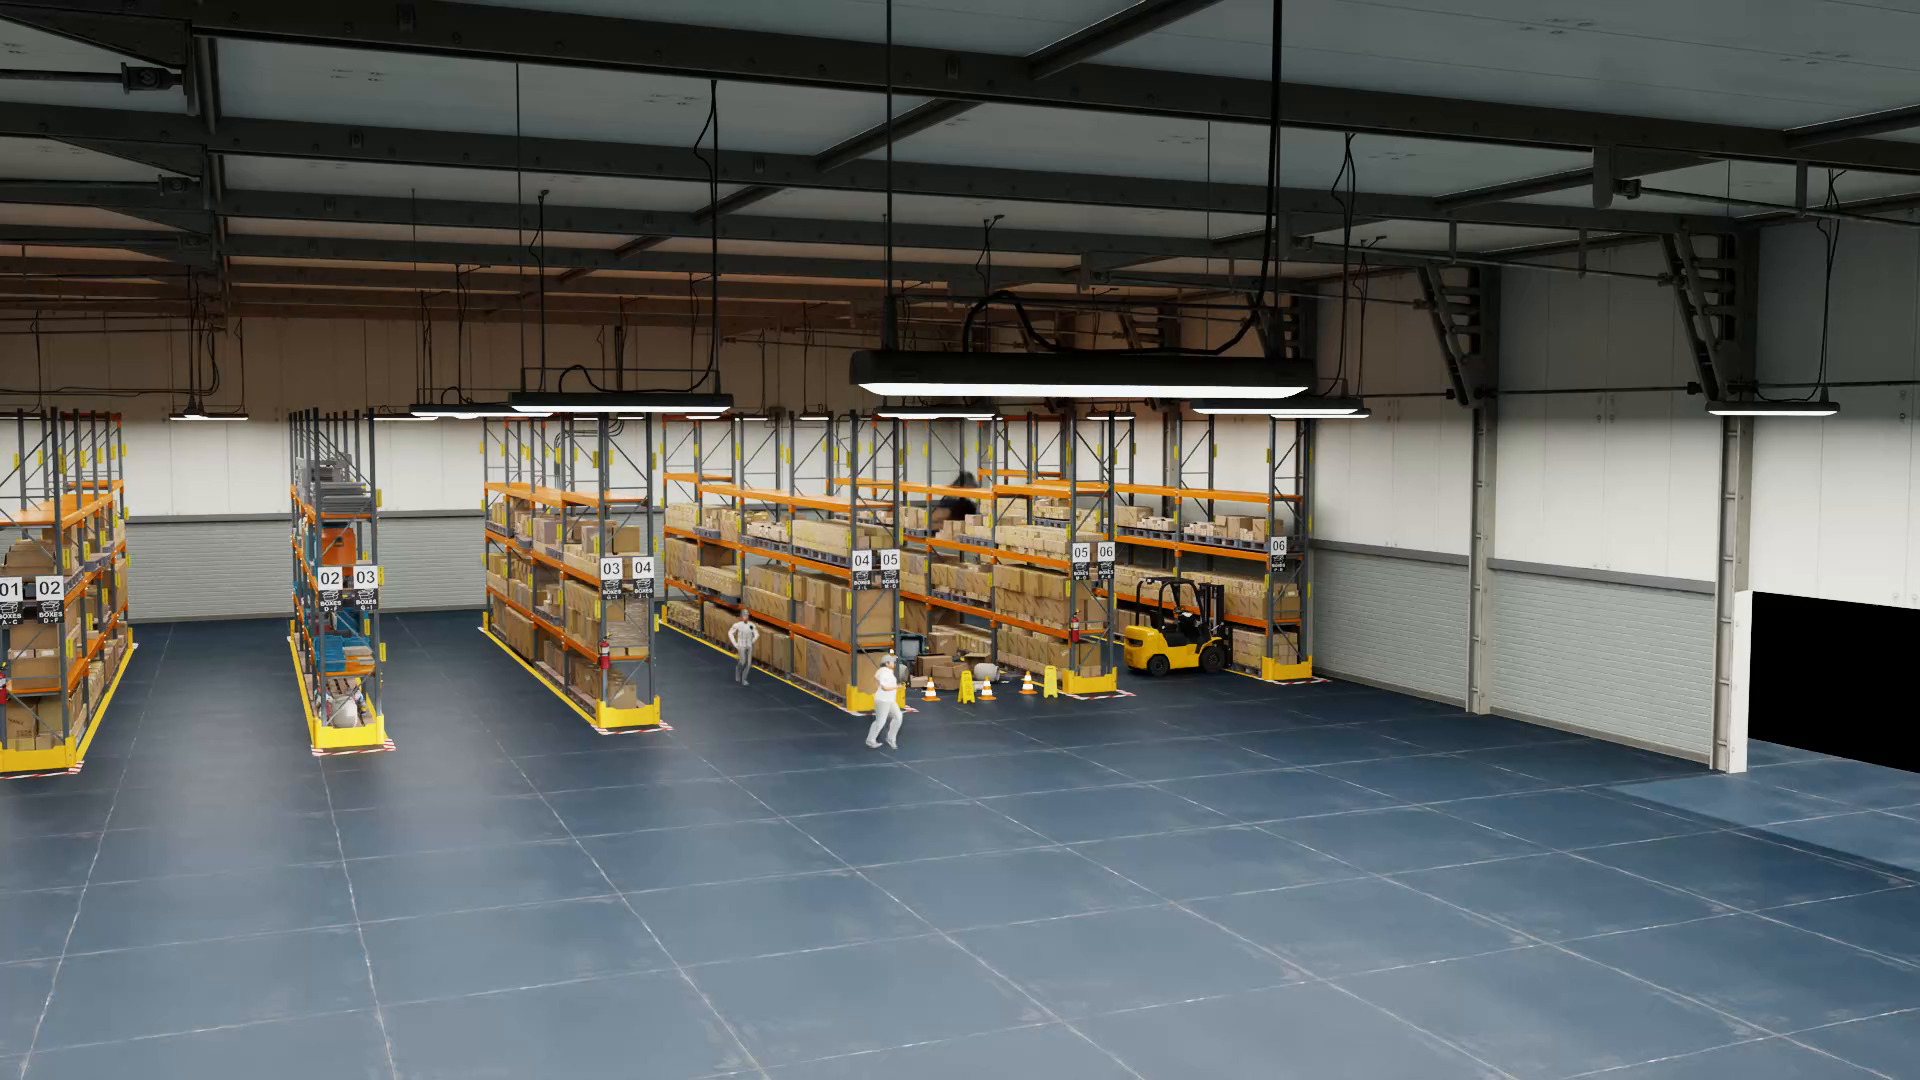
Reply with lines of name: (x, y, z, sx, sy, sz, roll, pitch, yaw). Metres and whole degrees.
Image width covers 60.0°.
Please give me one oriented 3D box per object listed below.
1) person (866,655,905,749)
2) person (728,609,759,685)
person: (-1.308, 2.872, 29.177, 0.724, 1.725, 0.571, 1, 4, 10)
person: (-4.688, 2.343, 36.341, 0.662, 1.669, 0.510, -2, 4, -23)
